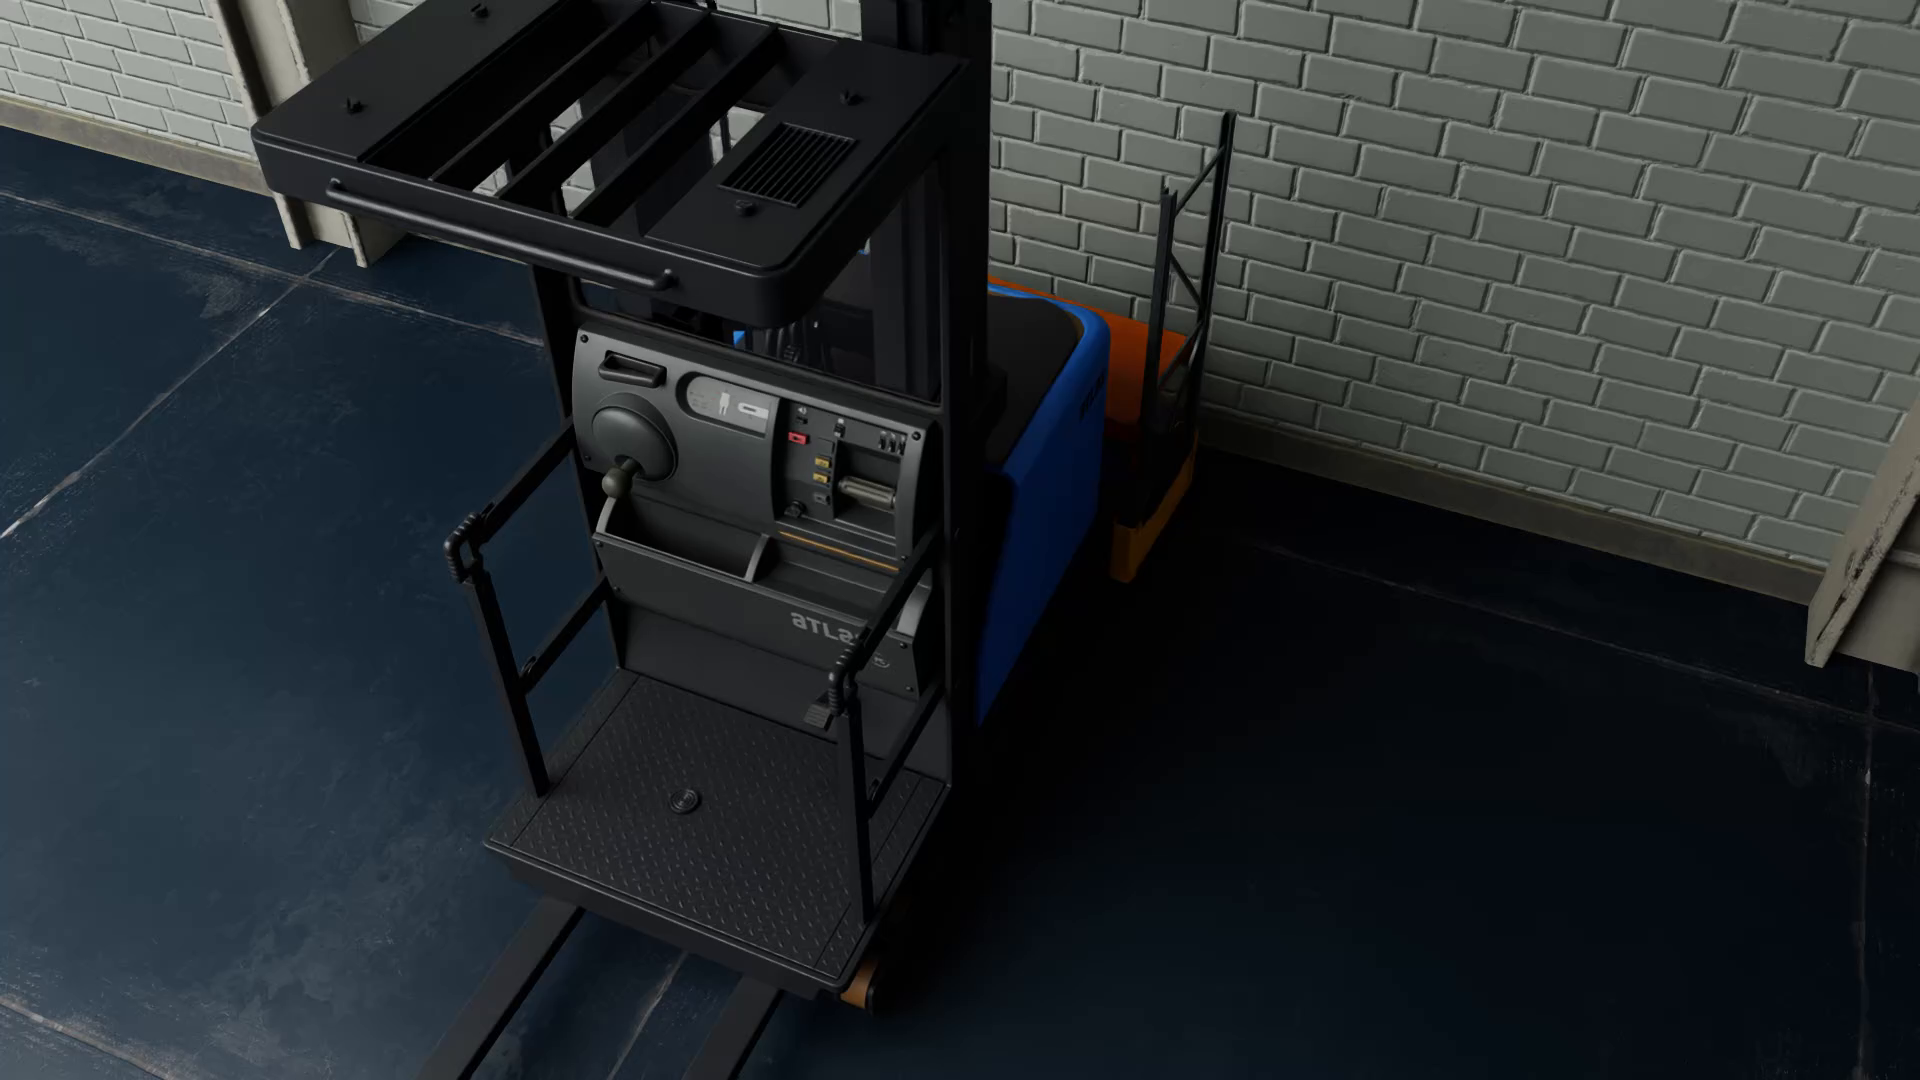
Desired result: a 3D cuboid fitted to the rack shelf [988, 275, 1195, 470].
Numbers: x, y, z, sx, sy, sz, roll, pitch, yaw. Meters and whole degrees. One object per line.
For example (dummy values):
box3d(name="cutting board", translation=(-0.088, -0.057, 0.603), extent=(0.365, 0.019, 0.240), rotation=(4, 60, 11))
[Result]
box3d(name="rack shelf", translation=(0.234, -0.610, 5.555), extent=(1.000, 0.185, 0.538), rotation=(20, 48, 19))

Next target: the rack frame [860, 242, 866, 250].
box3d(name="rack frame", translation=(-0.217, -0.903, 5.594), extent=(0.032, 1.500, 0.500), rotation=(20, 48, 19))

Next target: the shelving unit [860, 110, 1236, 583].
box3d(name="shelving unit", translation=(0.226, -0.741, 5.431), extent=(1.083, 1.500, 0.587), rotation=(20, 48, 19))

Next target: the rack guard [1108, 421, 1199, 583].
box3d(name="rack guard", translation=(0.667, -0.135, 5.709), extent=(0.087, 0.250, 0.587), rotation=(20, 48, 19))

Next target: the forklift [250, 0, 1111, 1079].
box3d(name="forklift", translation=(-0.596, -0.133, 3.805), extent=(1.130, 2.935, 3.031), rotation=(17, 47, 17))

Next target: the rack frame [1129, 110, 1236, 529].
box3d(name="rack frame", translation=(0.684, -0.572, 5.262), extent=(0.032, 1.500, 0.500), rotation=(20, 48, 19))

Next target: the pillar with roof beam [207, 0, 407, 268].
box3d(name="pillar with roof beam", translation=(-4.232, -1.667, 1.046), extent=(0.400, 9.000, 9.100), rotation=(16, 47, 16))
